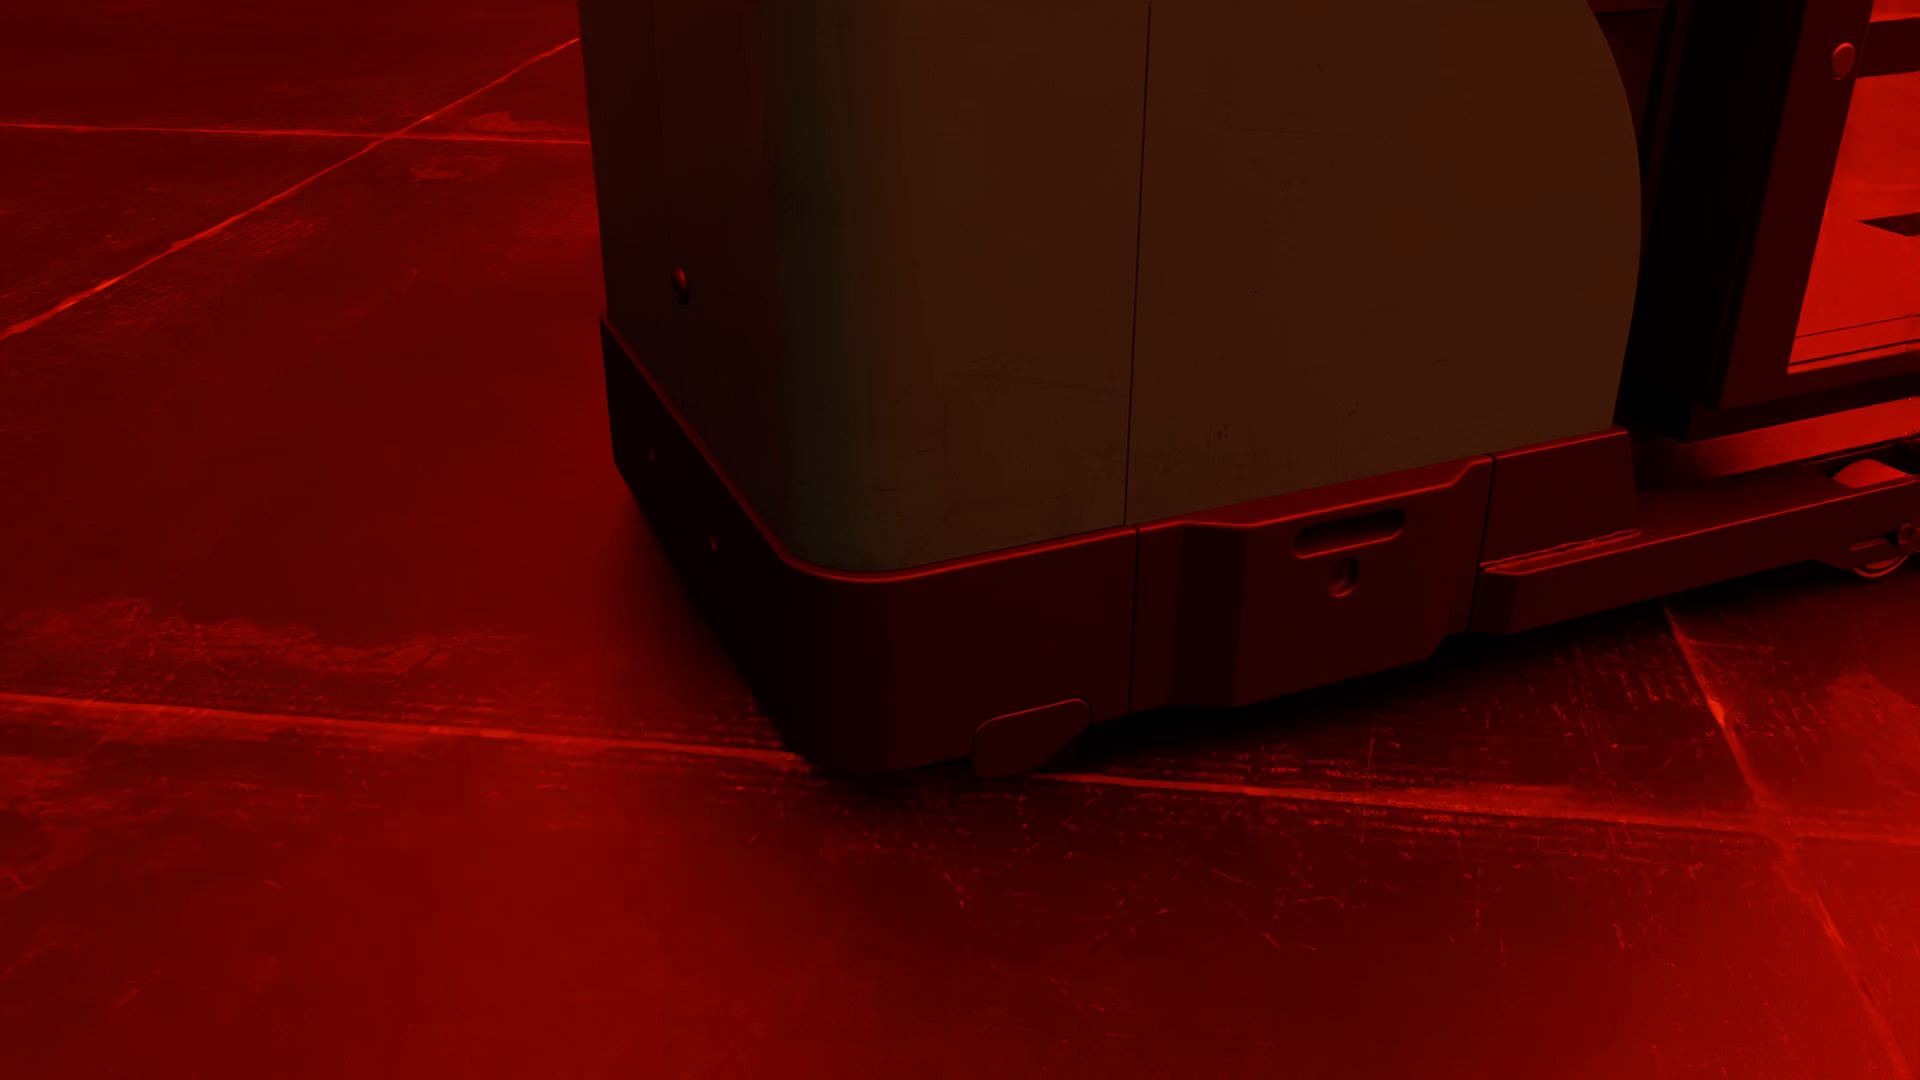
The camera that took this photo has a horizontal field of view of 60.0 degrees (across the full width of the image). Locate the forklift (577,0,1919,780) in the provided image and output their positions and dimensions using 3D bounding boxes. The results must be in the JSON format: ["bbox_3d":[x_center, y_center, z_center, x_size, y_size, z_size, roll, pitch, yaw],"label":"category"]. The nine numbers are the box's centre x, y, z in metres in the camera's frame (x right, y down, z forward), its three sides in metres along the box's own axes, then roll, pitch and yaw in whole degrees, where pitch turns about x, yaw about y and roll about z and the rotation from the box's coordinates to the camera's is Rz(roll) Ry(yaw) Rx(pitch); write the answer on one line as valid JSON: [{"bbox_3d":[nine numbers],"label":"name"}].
[{"bbox_3d":[1.024,-1.461,2.146,3.031,2.935,1.130,-11,29,-21],"label":"forklift"}]
